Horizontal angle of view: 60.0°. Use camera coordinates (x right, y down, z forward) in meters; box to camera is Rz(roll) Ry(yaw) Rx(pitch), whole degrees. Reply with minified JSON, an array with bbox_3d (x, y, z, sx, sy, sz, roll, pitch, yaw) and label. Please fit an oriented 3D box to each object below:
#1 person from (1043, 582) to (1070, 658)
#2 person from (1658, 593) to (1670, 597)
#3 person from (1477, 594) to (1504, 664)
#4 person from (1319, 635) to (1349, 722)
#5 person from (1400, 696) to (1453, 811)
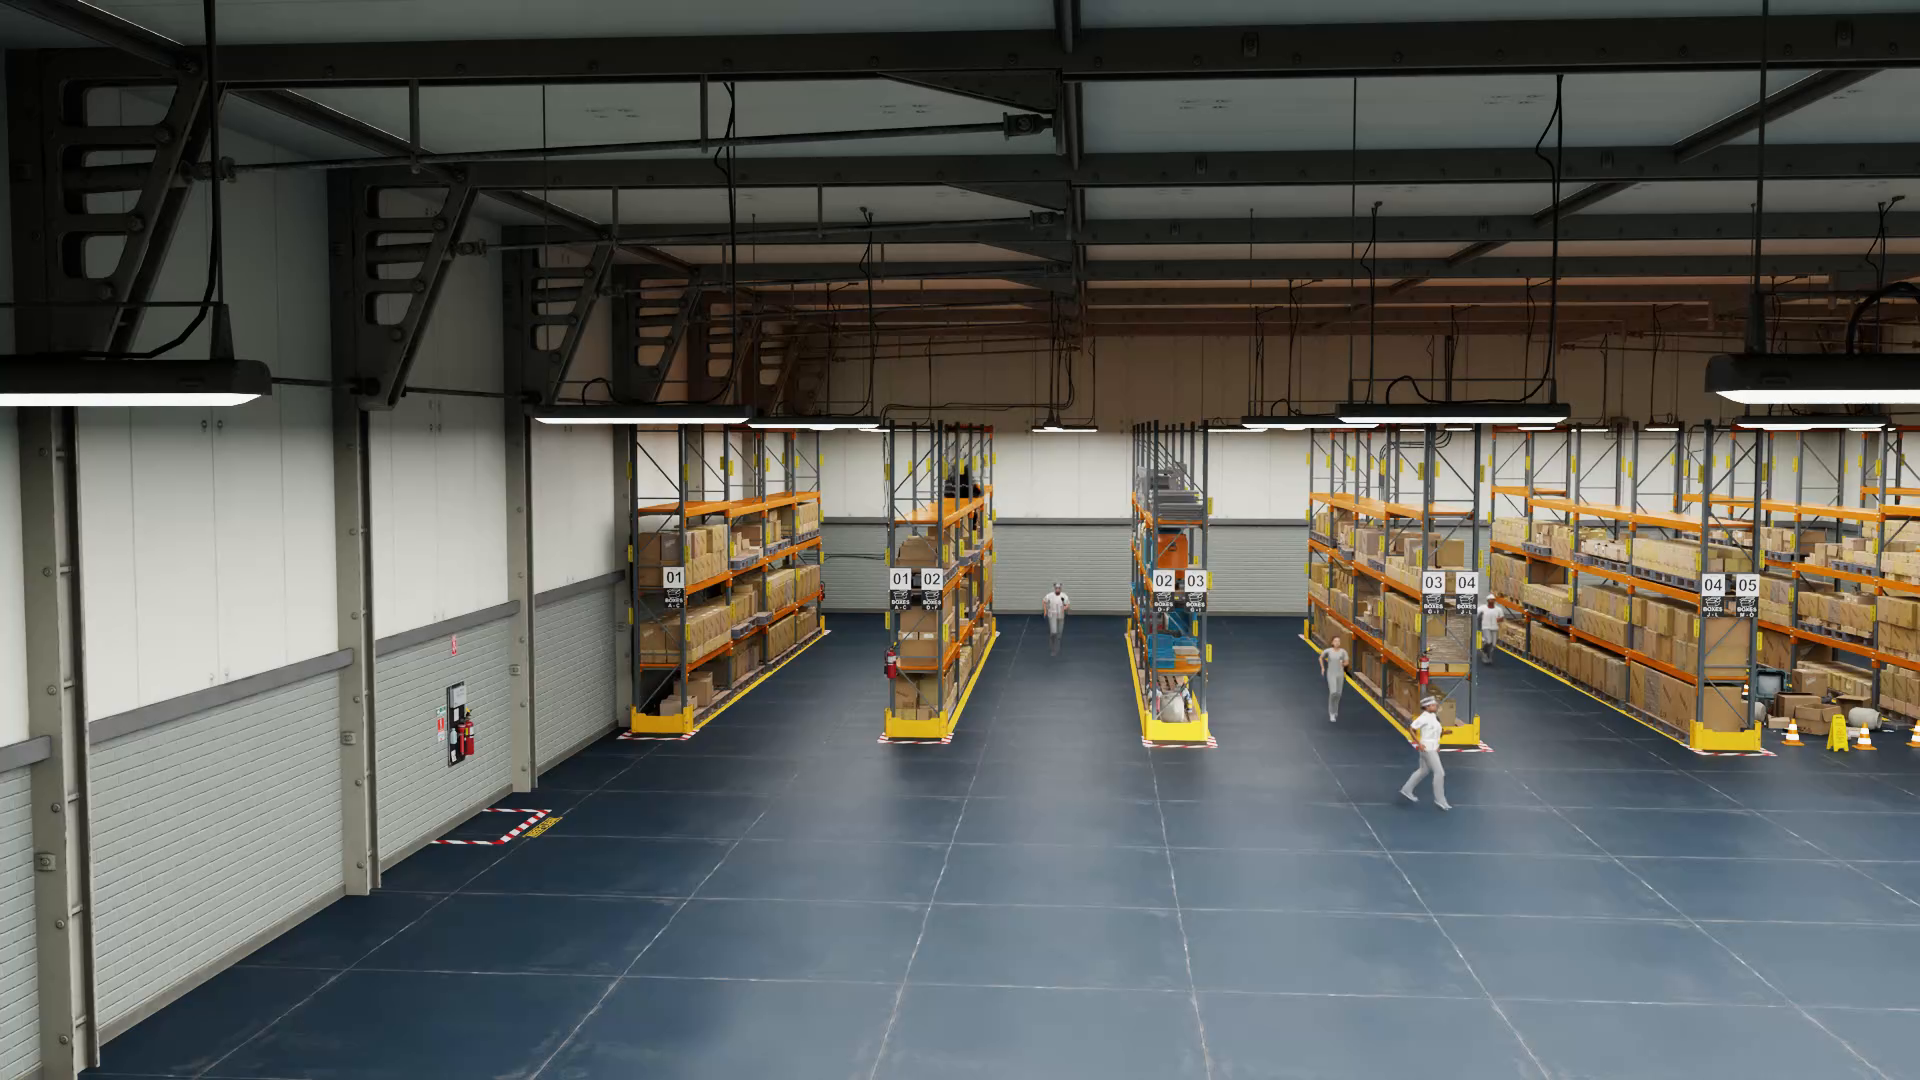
[{"bbox_3d":[2.410,1.976,41.257,0.627,1.886,0.805,-1,4,-8],"label":"person"},{"bbox_3d":[20.097,1.941,47.282,0.620,1.605,0.697,1,4,20],"label":"person"},{"bbox_3d":[13.210,2.221,41.414,0.685,1.740,0.665,0,4,1],"label":"person"},{"bbox_3d":[7.535,2.773,33.423,0.533,1.725,0.745,0,4,-4],"label":"person"},{"bbox_3d":[7.176,3.252,25.542,0.825,1.736,0.554,2,4,26],"label":"person"}]
